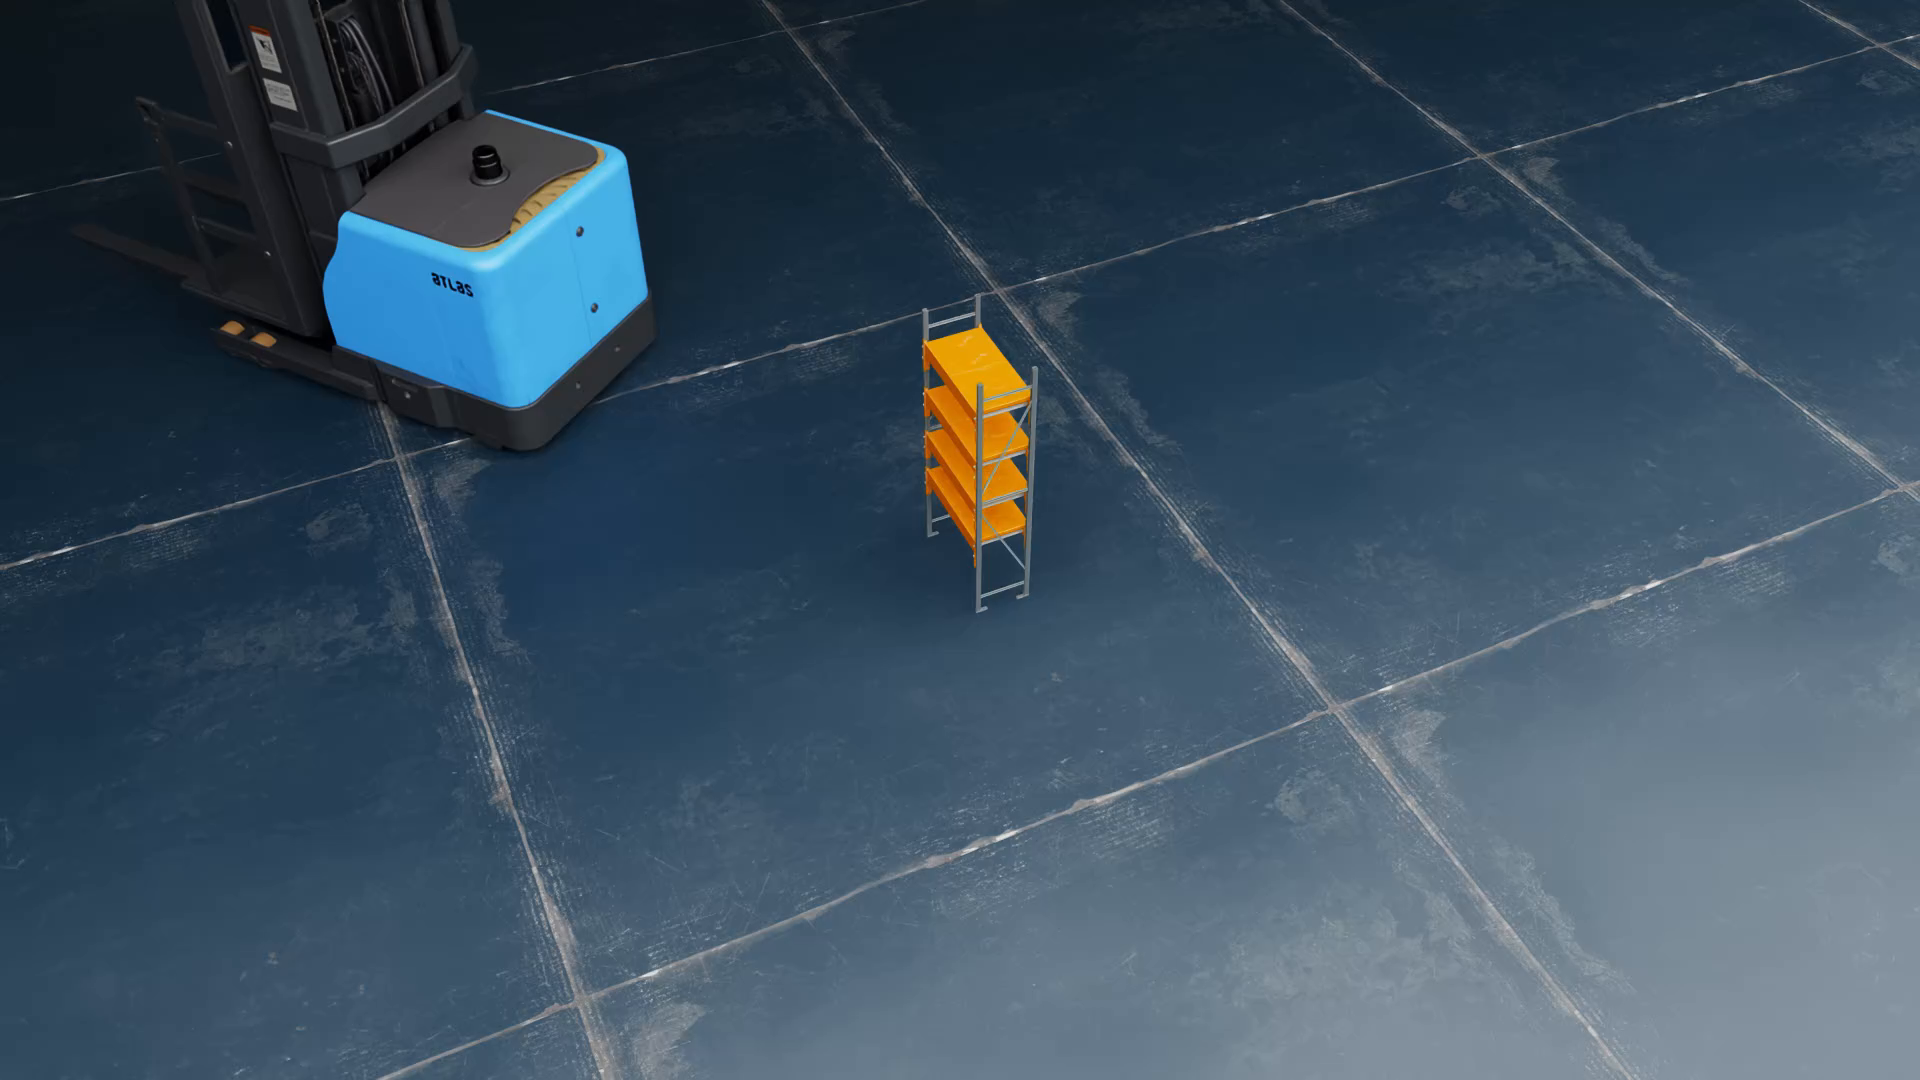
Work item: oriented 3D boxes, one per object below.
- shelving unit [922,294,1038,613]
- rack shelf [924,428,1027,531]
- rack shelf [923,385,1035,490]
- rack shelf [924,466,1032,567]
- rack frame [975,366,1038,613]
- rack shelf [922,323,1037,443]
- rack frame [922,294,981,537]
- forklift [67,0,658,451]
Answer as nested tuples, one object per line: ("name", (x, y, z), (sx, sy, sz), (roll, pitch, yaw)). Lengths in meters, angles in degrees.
("shelving unit", (0.070, -0.322, 6.591), (0.258, 1.200, 0.503), (-18, 47, -17))
("rack shelf", (0.070, -0.274, 6.638), (0.258, 0.148, 0.480), (-18, 47, -17))
("rack shelf", (0.070, -0.433, 6.481), (0.258, 0.148, 0.480), (-18, 47, -17))
("rack shelf", (0.070, -0.132, 6.777), (0.258, 0.148, 0.480), (-18, 47, -17))
("rack frame", (0.172, -0.166, 6.433), (0.240, 1.200, 0.015), (-18, 47, -17))
("rack shelf", (0.070, -0.601, 6.315), (0.258, 0.148, 0.480), (-18, 47, -17))
("rack frame", (-0.033, -0.477, 6.748), (0.240, 1.200, 0.015), (-18, 47, -17))
("forklift", (-3.009, -2.176, 7.237), (3.031, 2.935, 1.130), (20, 48, 19))
